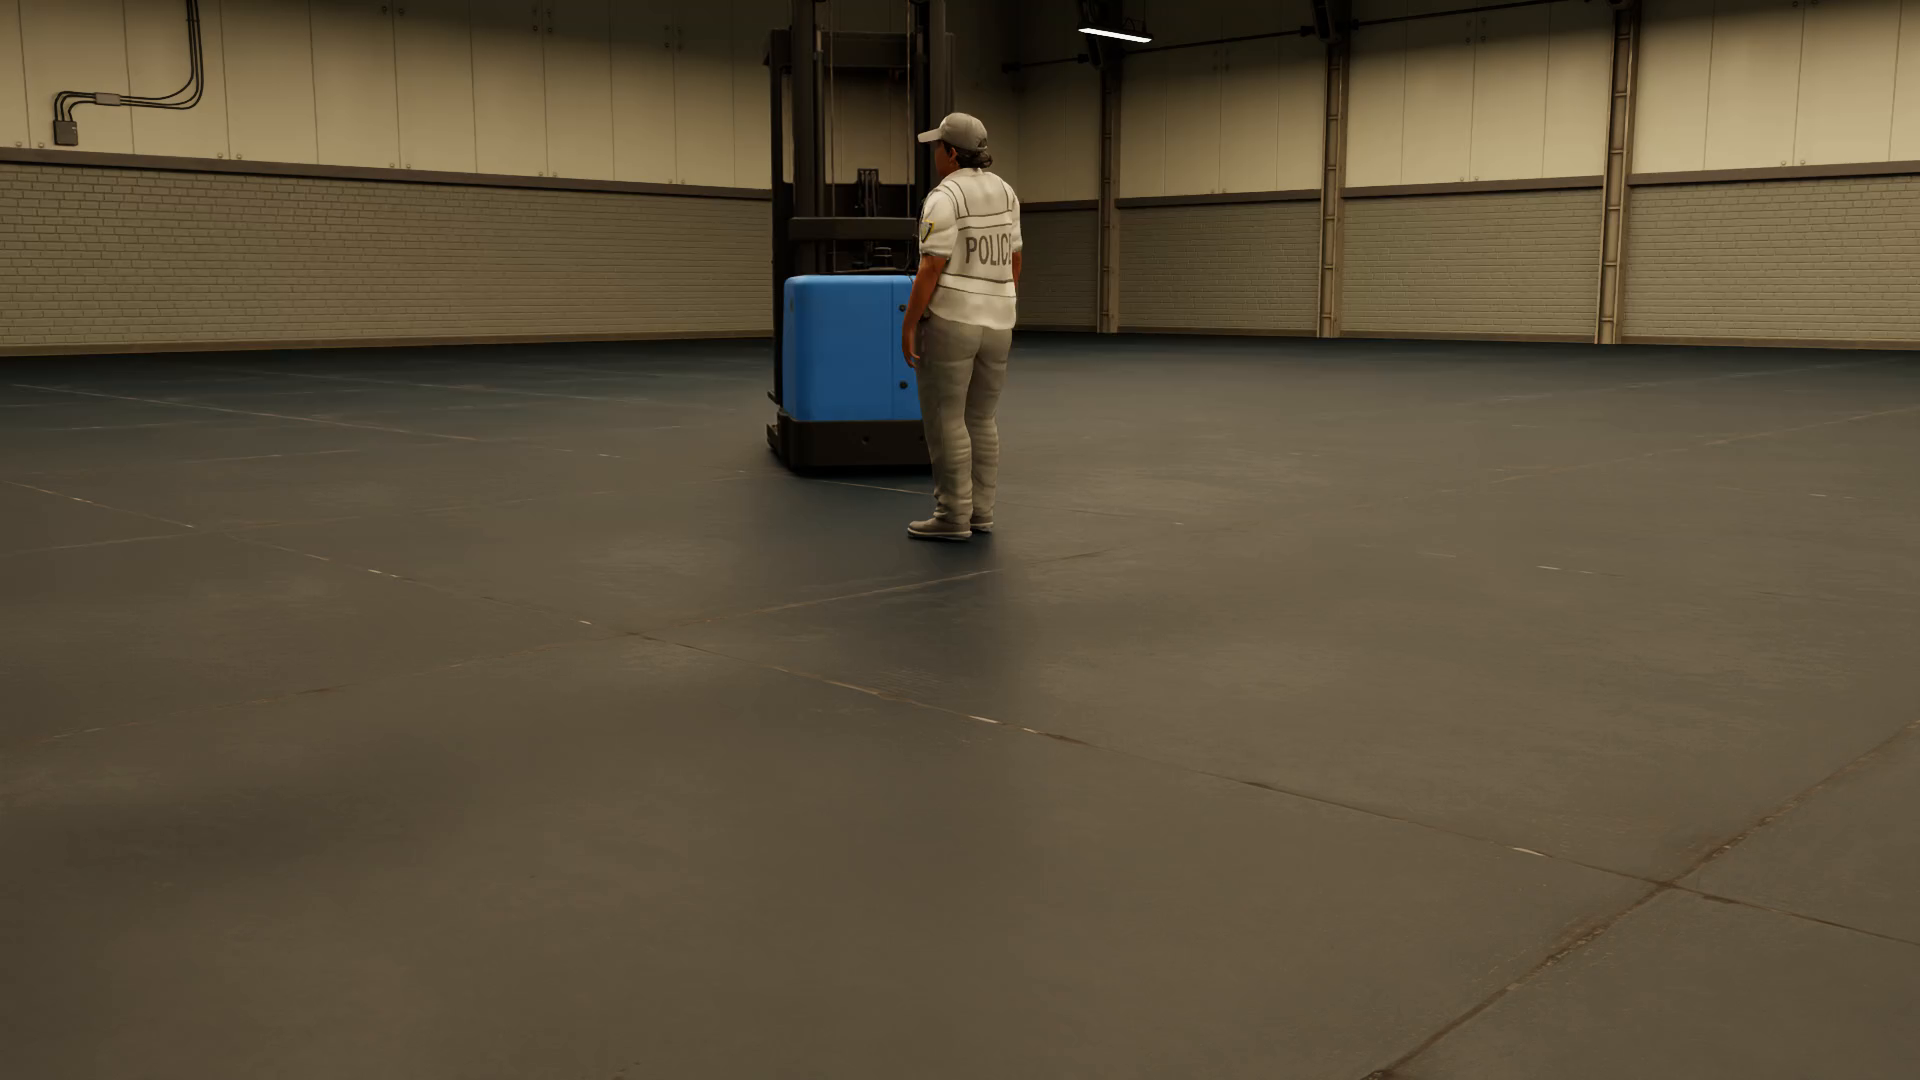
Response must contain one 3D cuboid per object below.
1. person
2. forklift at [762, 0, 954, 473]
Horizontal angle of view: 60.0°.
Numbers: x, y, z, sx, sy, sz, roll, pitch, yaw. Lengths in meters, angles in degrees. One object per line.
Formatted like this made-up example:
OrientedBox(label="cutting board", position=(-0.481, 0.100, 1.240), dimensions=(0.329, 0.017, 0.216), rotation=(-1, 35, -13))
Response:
OrientedBox(label="person", position=(-0.039, -0.841, 6.661), dimensions=(0.529, 1.670, 0.598), rotation=(8, 12, 43))
OrientedBox(label="forklift", position=(-0.619, -2.001, 10.160), dimensions=(1.130, 2.935, 3.031), rotation=(-2, 9, -10))
